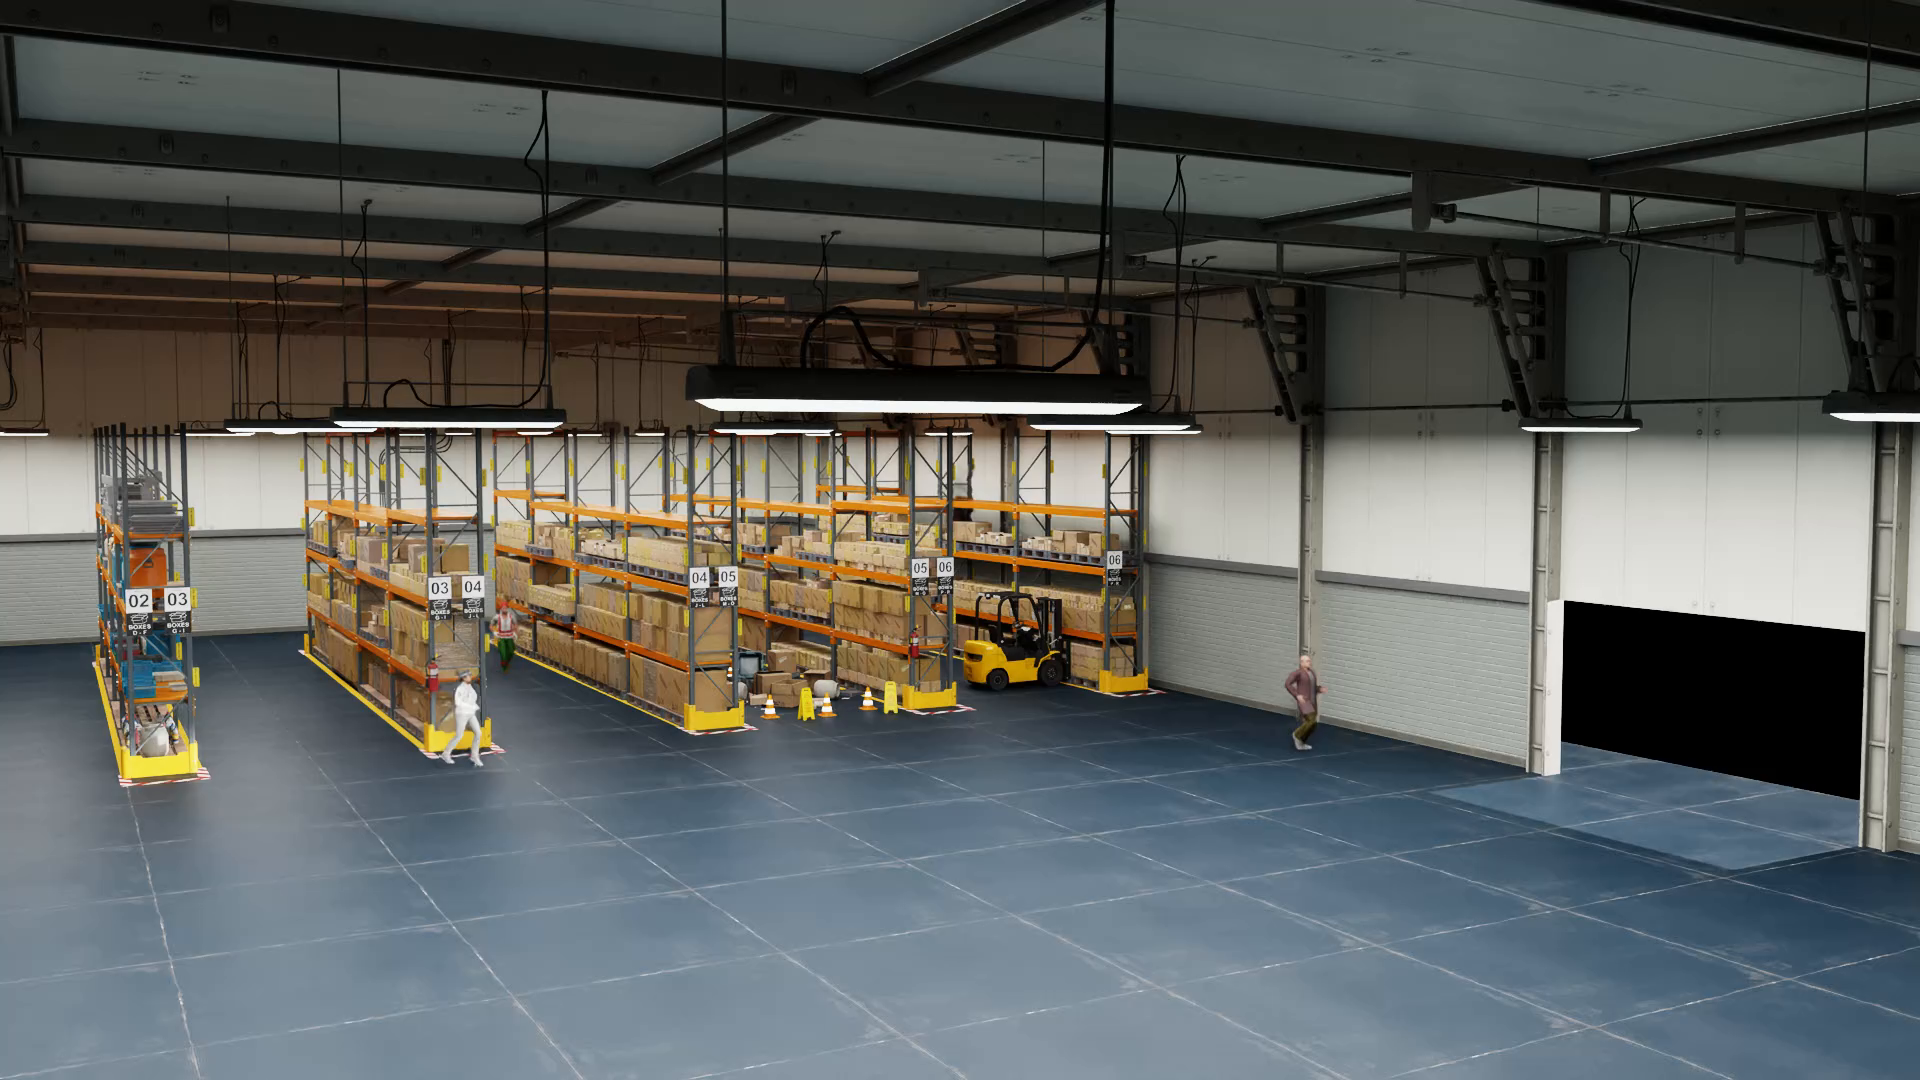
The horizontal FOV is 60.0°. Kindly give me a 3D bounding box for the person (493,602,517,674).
[{"bbox_3d":[-11.111,2.391,40.554,0.565,1.748,0.596,-2,4,-26],"label":"person"}]

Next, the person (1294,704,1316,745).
[{"bbox_3d":[6.374,3.312,30.543,0.389,0.969,0.525,-3,5,-41],"label":"person"}]

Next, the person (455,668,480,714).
[{"bbox_3d":[-8.671,2.683,29.216,0.567,0.857,0.653,1,4,13],"label":"person"}]
